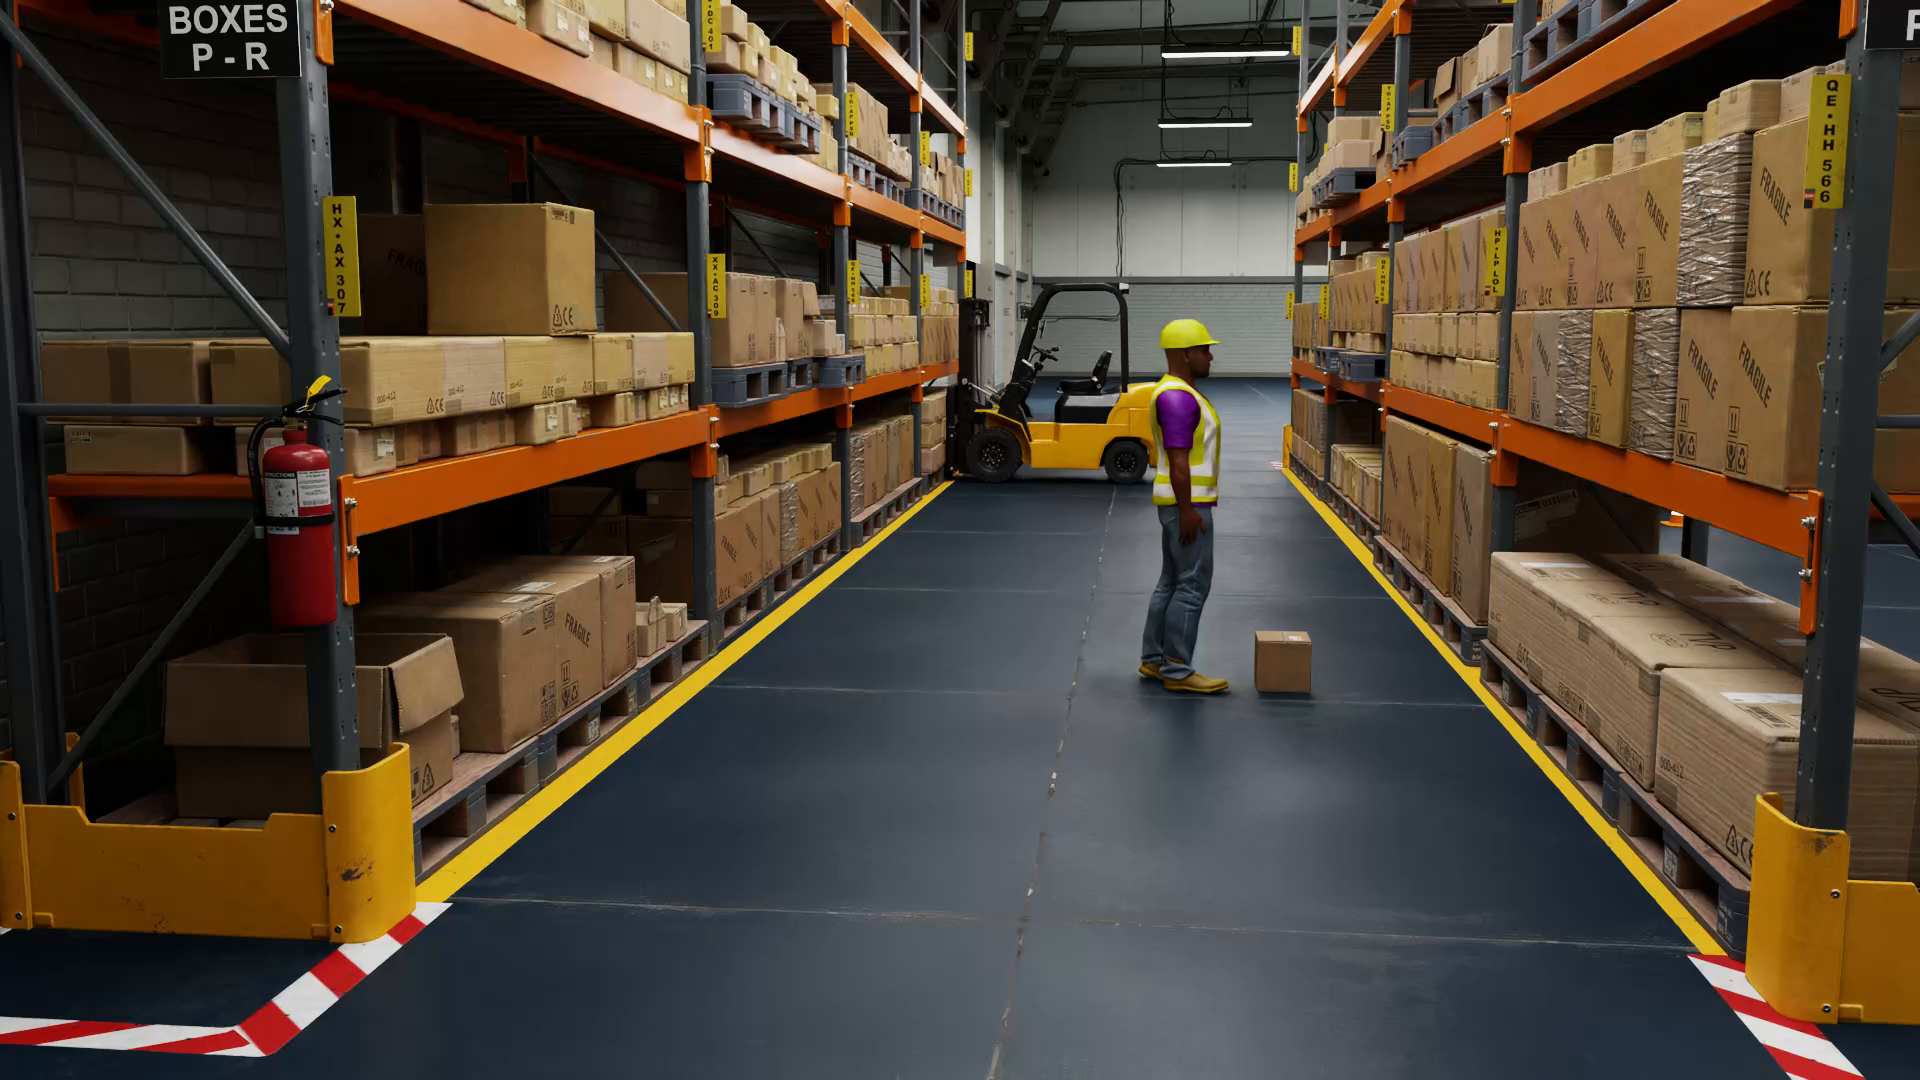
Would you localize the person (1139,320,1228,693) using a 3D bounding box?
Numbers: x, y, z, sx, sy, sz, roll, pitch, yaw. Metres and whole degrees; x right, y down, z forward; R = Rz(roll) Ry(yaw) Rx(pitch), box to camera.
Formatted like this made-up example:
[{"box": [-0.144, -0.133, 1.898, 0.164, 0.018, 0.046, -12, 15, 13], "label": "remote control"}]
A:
[{"box": [1.084, -0.135, 7.988, 0.432, 1.833, 0.567, 1, 8, 8], "label": "person"}]
